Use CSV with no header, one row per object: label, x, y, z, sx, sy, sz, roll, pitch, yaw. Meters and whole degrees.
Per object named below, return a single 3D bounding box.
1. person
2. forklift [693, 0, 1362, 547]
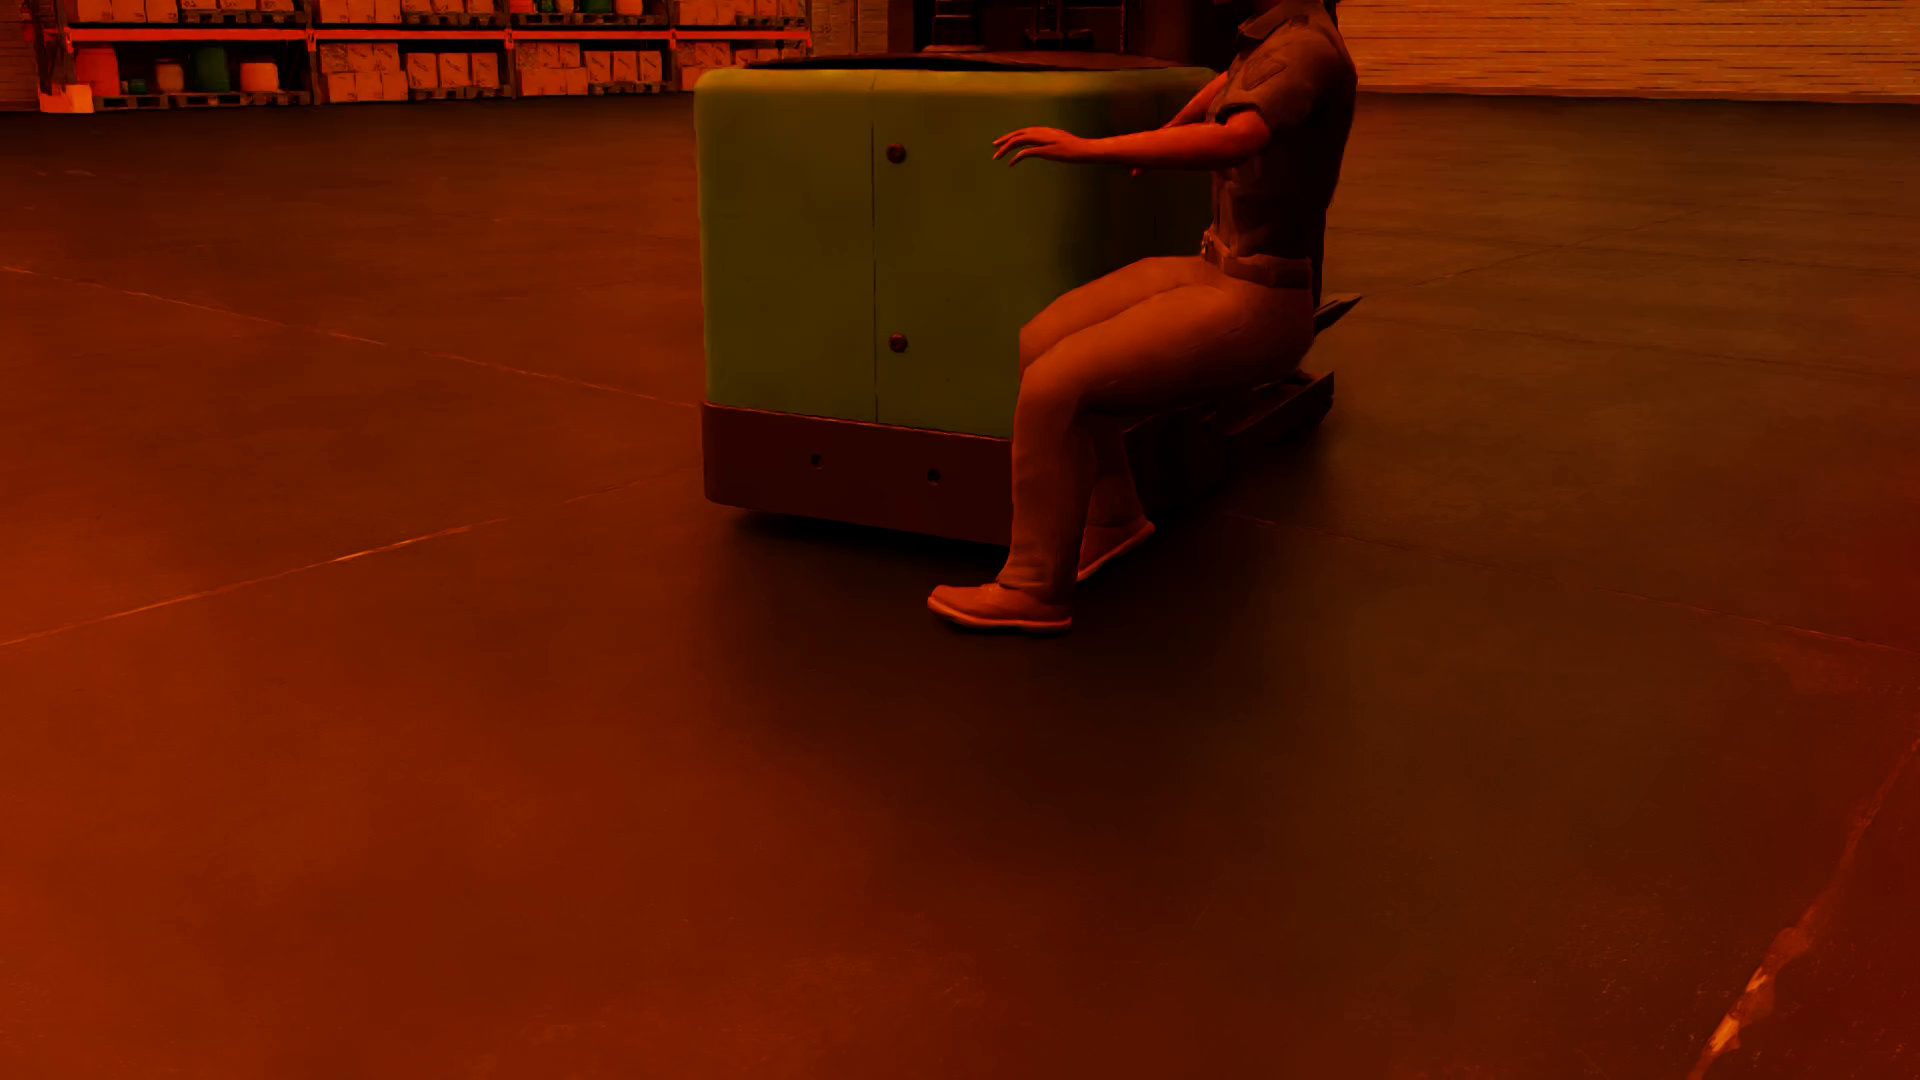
person,0.331,-0.527,3.224,0.798,1.412,0.886,-1,17,-4
forklift,0.498,-1.753,4.671,1.130,2.935,3.031,8,19,26
